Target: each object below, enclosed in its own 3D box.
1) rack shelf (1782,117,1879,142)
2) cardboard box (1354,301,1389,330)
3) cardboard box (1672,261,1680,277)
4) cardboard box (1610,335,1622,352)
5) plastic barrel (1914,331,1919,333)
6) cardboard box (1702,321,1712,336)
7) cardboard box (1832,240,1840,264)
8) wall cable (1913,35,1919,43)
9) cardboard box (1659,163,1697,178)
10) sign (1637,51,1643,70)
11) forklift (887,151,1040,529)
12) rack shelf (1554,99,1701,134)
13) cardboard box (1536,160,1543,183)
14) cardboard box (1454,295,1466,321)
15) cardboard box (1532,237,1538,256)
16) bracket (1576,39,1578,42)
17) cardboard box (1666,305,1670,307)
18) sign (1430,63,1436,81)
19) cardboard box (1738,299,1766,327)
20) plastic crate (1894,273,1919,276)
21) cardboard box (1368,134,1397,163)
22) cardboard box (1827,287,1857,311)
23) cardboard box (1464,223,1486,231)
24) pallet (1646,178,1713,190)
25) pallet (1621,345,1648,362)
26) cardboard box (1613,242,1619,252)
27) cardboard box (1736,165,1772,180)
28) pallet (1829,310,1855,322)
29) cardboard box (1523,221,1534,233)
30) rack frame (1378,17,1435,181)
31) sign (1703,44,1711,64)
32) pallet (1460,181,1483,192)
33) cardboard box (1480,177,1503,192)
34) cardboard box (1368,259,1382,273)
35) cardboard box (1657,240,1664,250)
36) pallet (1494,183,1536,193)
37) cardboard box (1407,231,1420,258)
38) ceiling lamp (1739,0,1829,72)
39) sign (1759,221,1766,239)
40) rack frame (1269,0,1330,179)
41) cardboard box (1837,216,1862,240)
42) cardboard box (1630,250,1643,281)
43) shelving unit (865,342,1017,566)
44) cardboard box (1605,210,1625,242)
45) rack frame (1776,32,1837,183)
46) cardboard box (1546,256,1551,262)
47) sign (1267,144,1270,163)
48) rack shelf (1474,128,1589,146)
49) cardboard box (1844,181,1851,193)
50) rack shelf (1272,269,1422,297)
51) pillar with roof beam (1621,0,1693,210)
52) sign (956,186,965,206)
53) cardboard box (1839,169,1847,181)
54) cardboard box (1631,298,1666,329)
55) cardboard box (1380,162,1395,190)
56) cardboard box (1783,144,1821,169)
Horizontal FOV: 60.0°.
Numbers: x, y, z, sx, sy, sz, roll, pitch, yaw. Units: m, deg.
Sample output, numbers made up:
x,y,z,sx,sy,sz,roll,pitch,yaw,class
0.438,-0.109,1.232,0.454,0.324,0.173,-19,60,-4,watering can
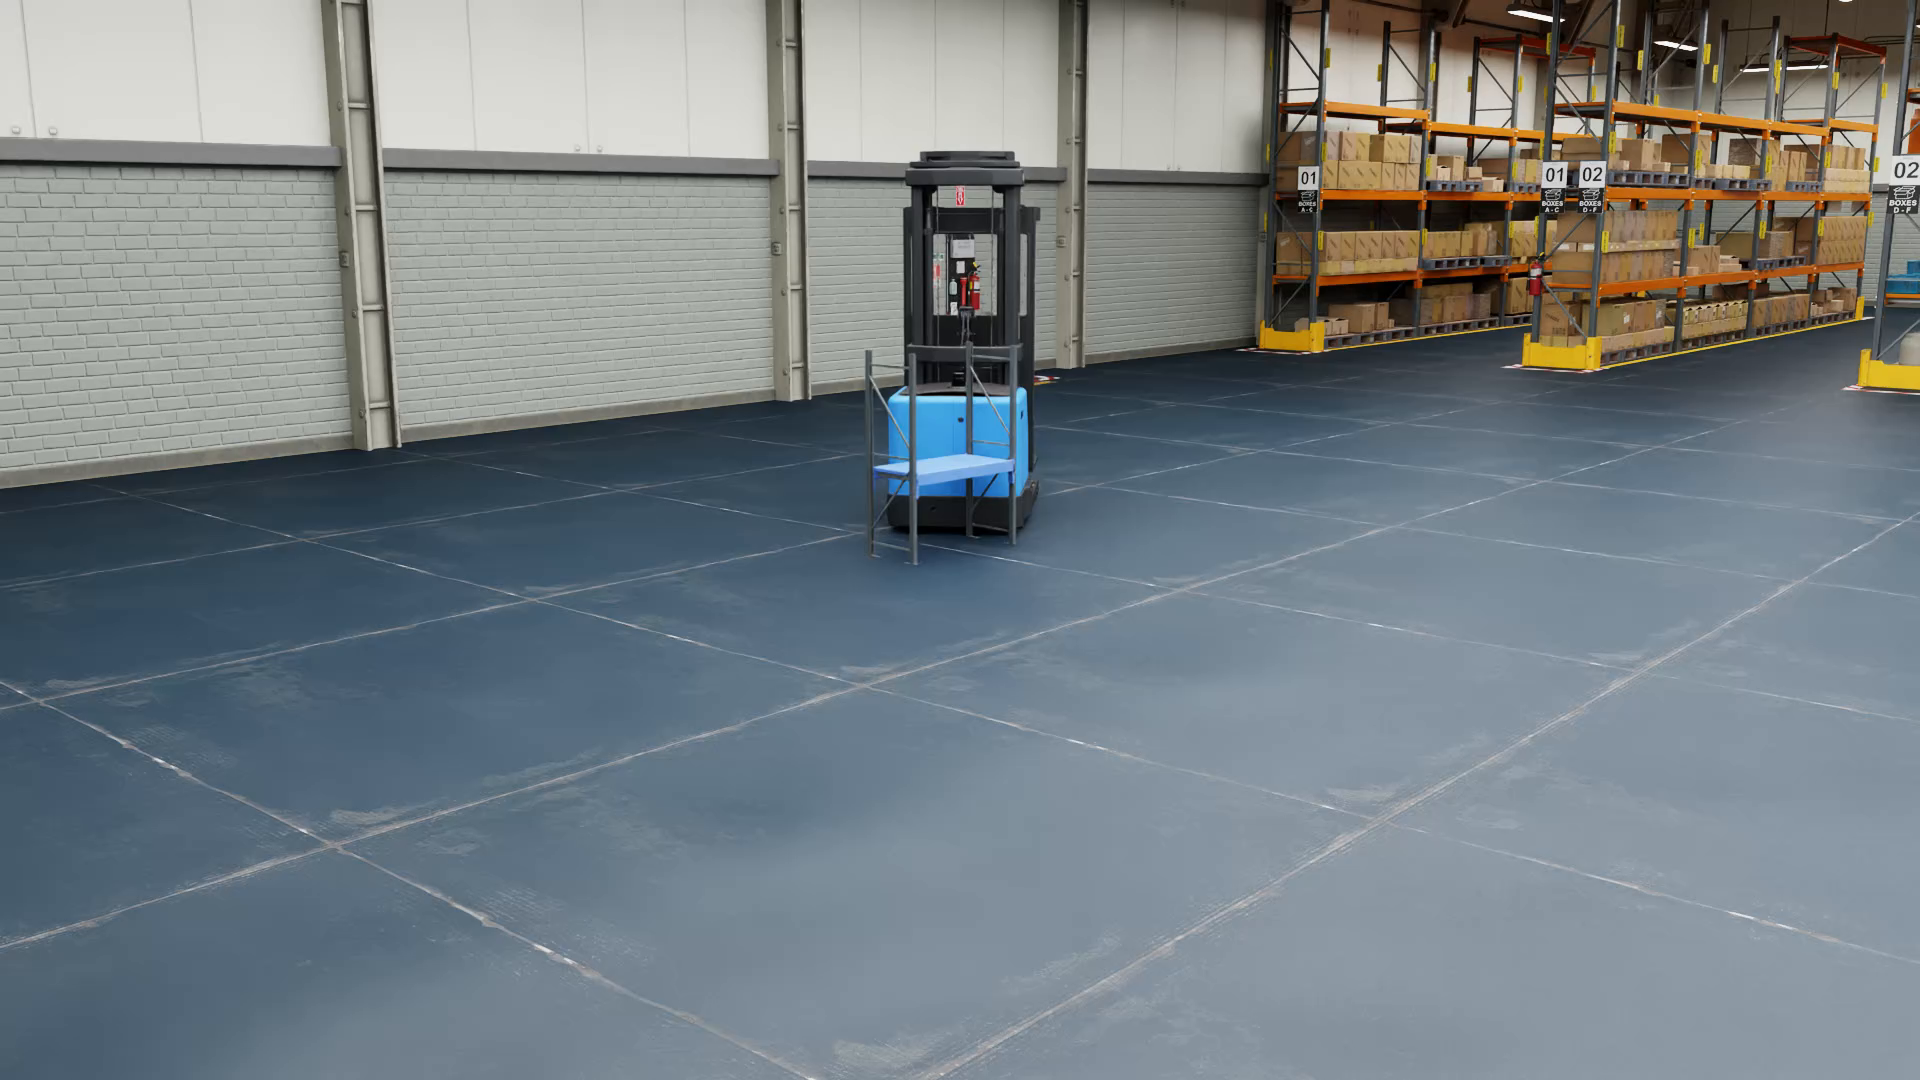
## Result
x,y,z,sx,sy,sz,roll,pitch,yaw,class
18.859,-8.894,36.109,1.077,0.370,4.000,10,15,40,rack shelf
7.879,-4.307,31.874,0.500,0.500,0.500,8,14,36,cardboard box
12.550,-4.839,29.665,0.500,0.250,0.500,11,16,44,cardboard box
10.465,-3.228,27.163,0.500,0.250,0.500,10,15,40,cardboard box
14.043,-2.772,24.209,0.421,0.512,0.421,0,11,0,plastic barrel
13.388,-3.871,30.383,0.500,0.250,0.500,9,15,39,cardboard box
18.747,-6.250,36.088,0.500,0.500,0.500,10,15,40,cardboard box
24.814,-13.402,40.259,3.097,2.526,0.112,10,15,40,wall cable
12.671,-6.528,29.387,0.500,0.250,0.500,-10,15,-42,cardboard box
11.842,-8.342,28.915,0.100,0.325,0.005,10,15,40,sign
0.103,-1.763,14.053,1.130,2.935,3.031,1,11,6,forklift
10.937,-6.933,27.308,1.077,0.370,4.000,10,15,40,rack shelf
12.454,-8.116,36.653,0.700,0.500,0.500,10,15,40,cardboard box
10.004,-4.803,34.359,0.700,0.500,0.500,10,15,40,cardboard box
12.368,-6.455,36.305,0.500,0.500,0.500,10,15,40,cardboard box
14.168,-11.589,38.567,0.235,0.232,0.430,10,15,40,bracket
12.648,-4.141,30.304,0.500,0.311,0.500,10,15,42,cardboard box
8.929,-8.841,31.411,0.100,0.325,0.005,10,15,40,sign
15.413,-4.443,32.558,0.500,0.500,0.500,11,15,43,cardboard box
13.874,-3.739,24.155,0.499,0.251,0.408,10,15,40,plastic crate
7.716,-7.226,30.713,0.500,0.500,0.500,9,14,38,cardboard box
20.005,-5.478,37.740,0.500,0.500,0.500,10,15,40,cardboard box
10.768,-6.542,34.773,0.380,0.149,0.250,7,13,31,cardboard box
12.830,-6.343,29.642,0.805,0.209,1.217,9,14,38,pallet
10.896,-3.175,28.071,1.003,0.211,1.213,10,15,40,pallet
10.376,-4.719,26.768,0.380,0.149,0.250,10,15,41,cardboard box
15.161,-7.012,32.245,0.910,0.500,0.500,10,15,40,cardboard box
19.603,-5.104,37.728,1.003,0.211,1.213,10,15,40,pallet
12.022,-6.748,35.859,0.500,0.250,0.500,9,15,40,cardboard box
8.534,-8.417,31.875,1.000,3.000,0.127,10,15,40,rack frame
12.658,-8.237,28.187,0.100,0.325,0.005,10,15,40,sign
9.704,-7.084,33.339,1.213,0.211,1.003,10,15,40,pallet
10.902,-7.359,34.417,0.500,0.311,0.500,10,15,40,cardboard box
7.462,-5.080,30.817,0.500,0.250,0.500,10,15,41,cardboard box
11.731,-5.020,28.277,0.380,0.149,0.250,10,15,40,cardboard box
11.560,-7.543,35.643,1.213,0.211,1.003,11,16,43,pallet
8.454,-5.669,31.854,0.500,0.500,0.500,10,15,40,cardboard box
20.124,-13.113,40.485,2.000,3.185,0.800,10,15,40,ceiling lamp
15.317,-5.920,31.735,0.100,0.325,0.005,10,15,40,sign
5.894,-7.828,28.929,1.000,3.000,0.127,10,15,40,rack frame
19.759,-6.964,37.112,0.500,0.500,0.500,10,15,42,cardboard box
10.955,-4.590,27.781,0.700,0.500,0.500,10,15,42,cardboard box
-0.129,-0.656,12.167,1.048,1.500,0.538,-11,16,-44,shelving unit
10.313,-5.084,26.941,0.700,0.500,0.500,9,15,39,cardboard box
17.538,-8.954,34.564,1.000,3.000,0.127,10,15,40,rack frame
12.933,-6.271,37.039,0.380,0.149,0.250,9,15,39,cardboard box
5.490,-6.866,29.510,0.100,0.325,0.005,10,15,40,sign
12.495,-8.750,36.405,1.077,0.370,4.000,10,15,40,rack shelf
19.037,-7.669,36.175,0.500,0.250,0.500,10,15,40,cardboard box
7.214,-4.828,31.060,1.077,0.370,4.000,10,15,40,rack shelf
20.822,-10.135,40.477,9.100,9.000,0.548,10,15,40,pillar with roof beam
0.005,-5.008,24.208,0.001,0.298,0.199,10,15,40,sign
18.714,-7.840,35.752,0.500,0.250,0.500,10,15,40,cardboard box
11.777,-3.892,28.570,0.500,0.500,0.500,10,15,40,cardboard box
7.706,-6.739,30.828,0.500,0.500,0.500,9,14,38,cardboard box
17.831,-8.099,35.133,0.700,0.500,0.500,10,15,40,cardboard box
